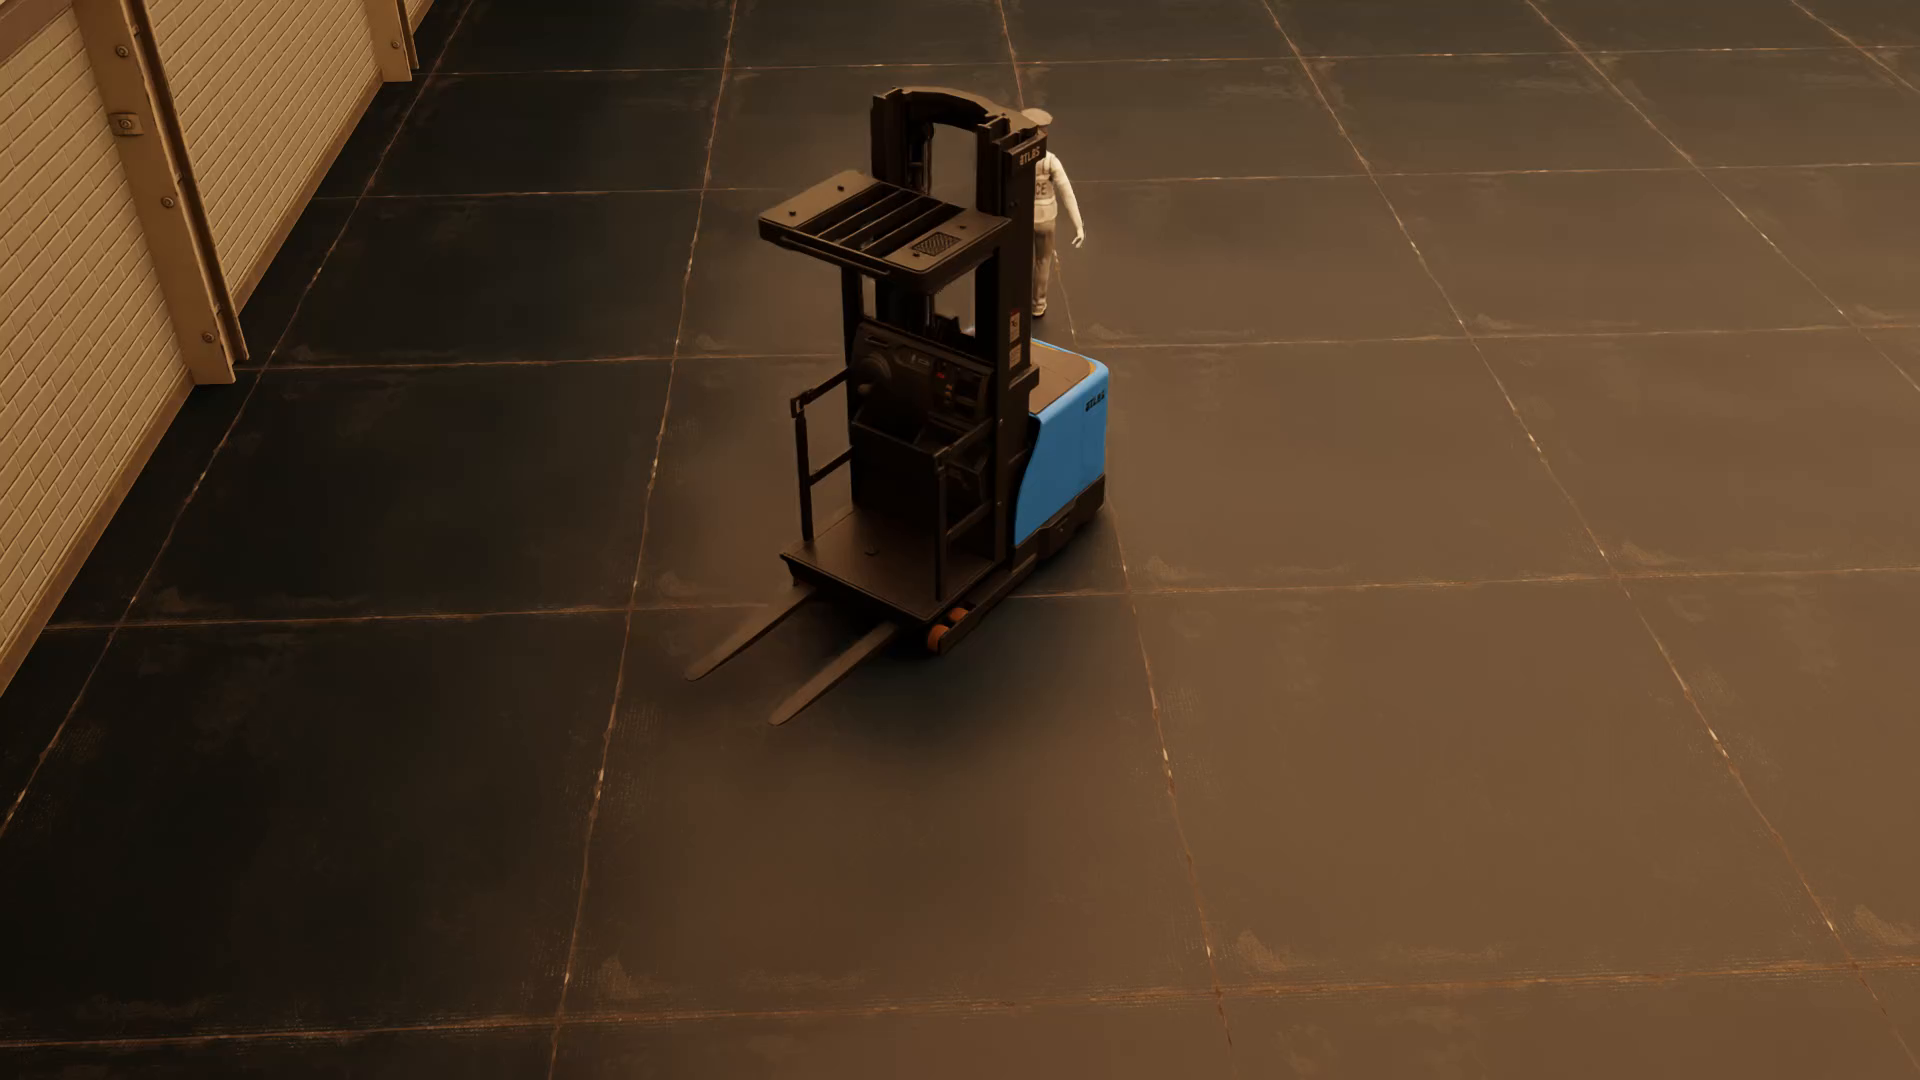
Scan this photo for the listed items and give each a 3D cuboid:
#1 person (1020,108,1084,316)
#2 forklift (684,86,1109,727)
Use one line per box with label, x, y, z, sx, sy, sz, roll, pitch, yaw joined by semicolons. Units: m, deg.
person;0.539;-2.384;12.381;0.787;1.652;0.638;4;36;5
forklift;-0.350;-0.857;9.187;1.130;2.935;3.031;23;42;29
